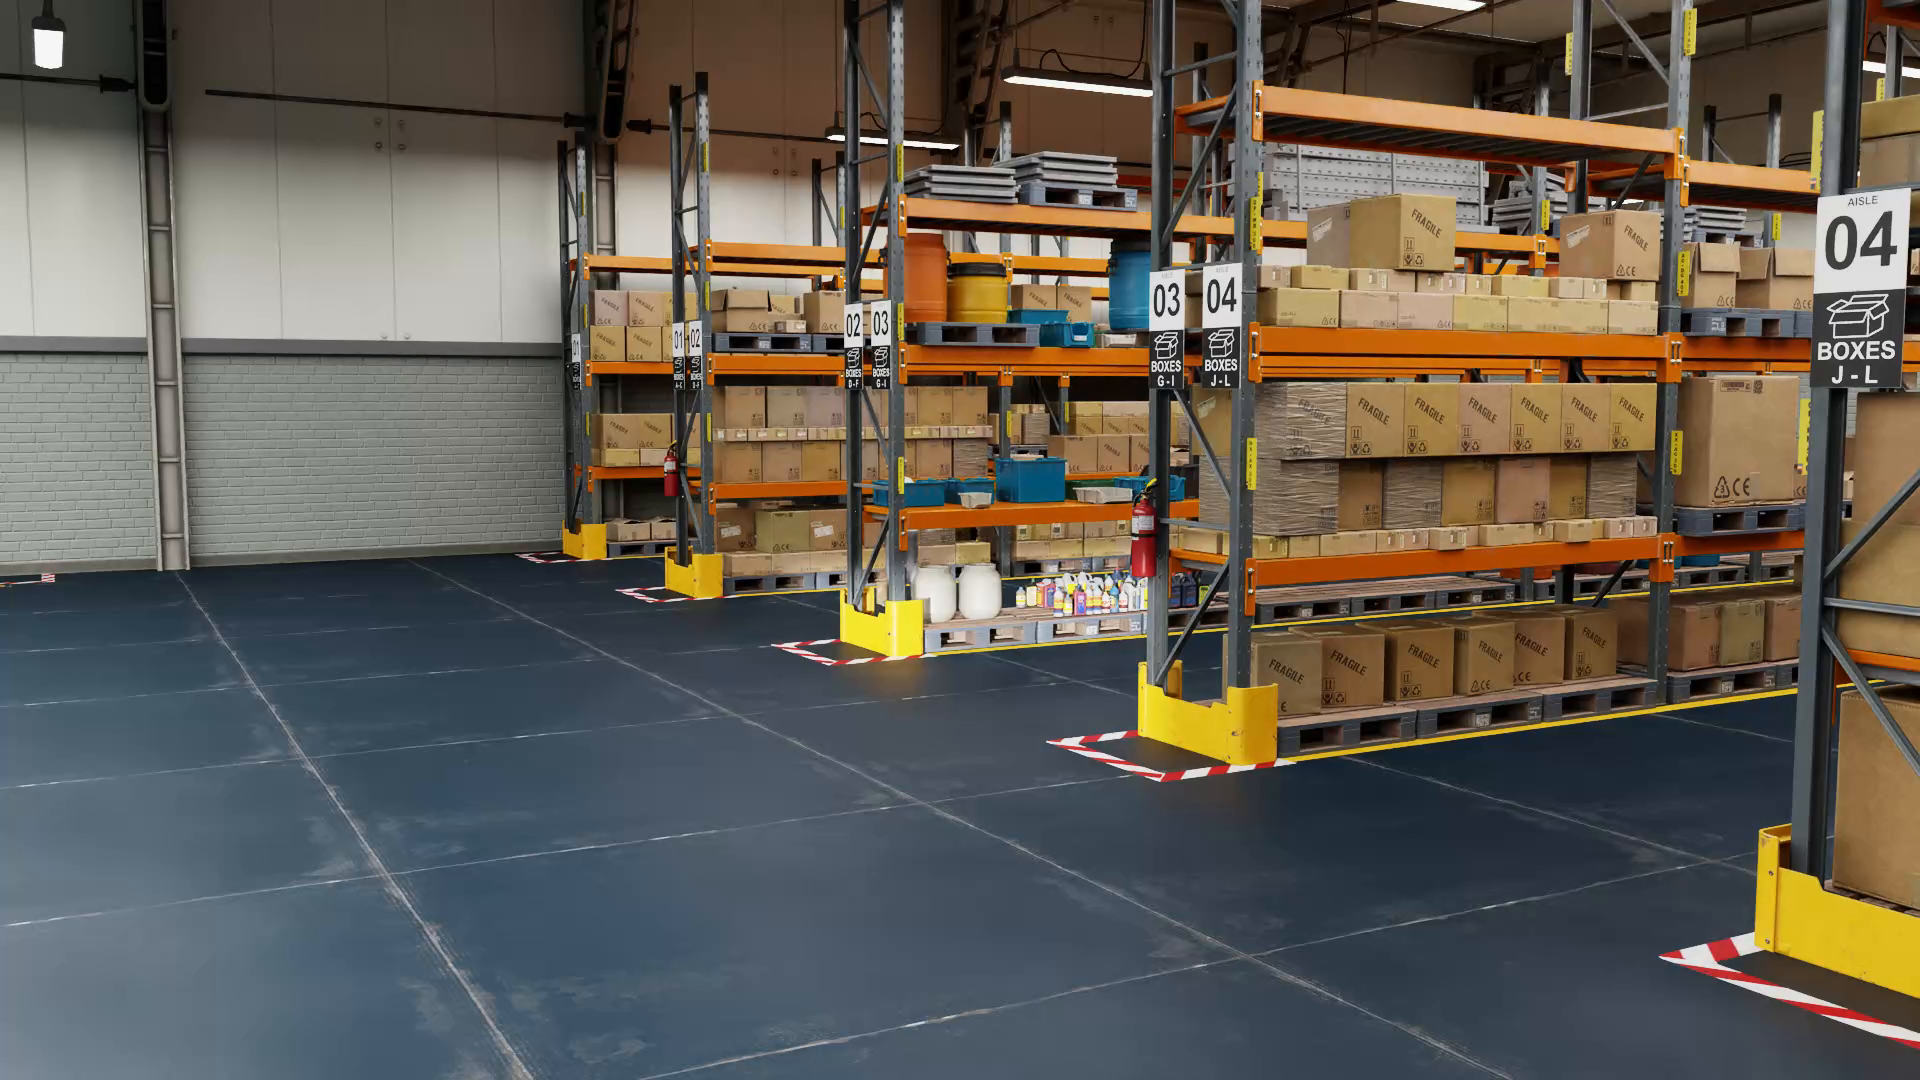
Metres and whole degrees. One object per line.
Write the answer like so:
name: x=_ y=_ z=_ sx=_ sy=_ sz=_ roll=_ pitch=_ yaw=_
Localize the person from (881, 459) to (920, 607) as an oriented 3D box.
person: x=-0.651 y=-0.084 z=18.451 sx=0.517 sy=1.657 sz=0.400 roll=-3 pitch=6 yaw=-30
